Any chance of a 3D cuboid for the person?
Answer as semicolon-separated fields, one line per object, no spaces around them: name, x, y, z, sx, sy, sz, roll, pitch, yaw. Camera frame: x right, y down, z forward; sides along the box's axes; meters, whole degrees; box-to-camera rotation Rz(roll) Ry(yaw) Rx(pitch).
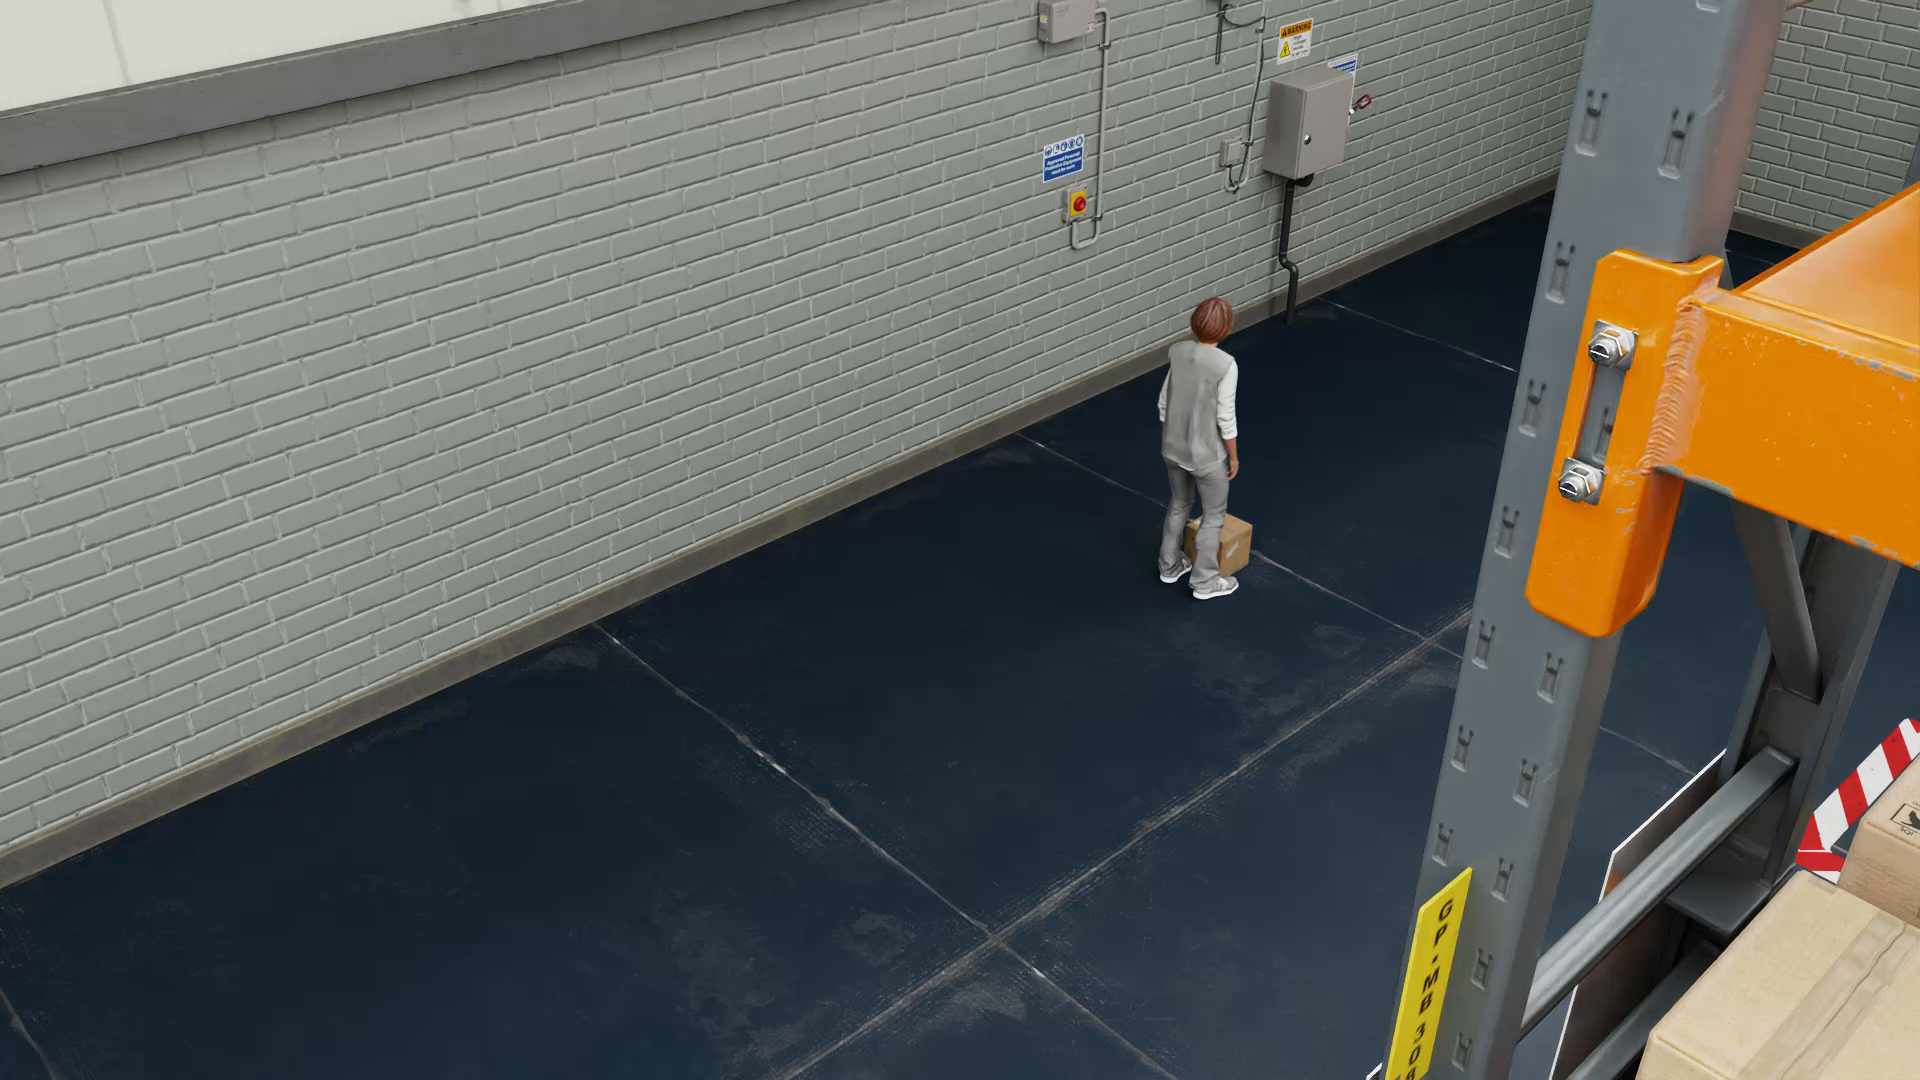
person;1.198;-0.449;8.361;0.474;1.592;0.346;27;41;36
